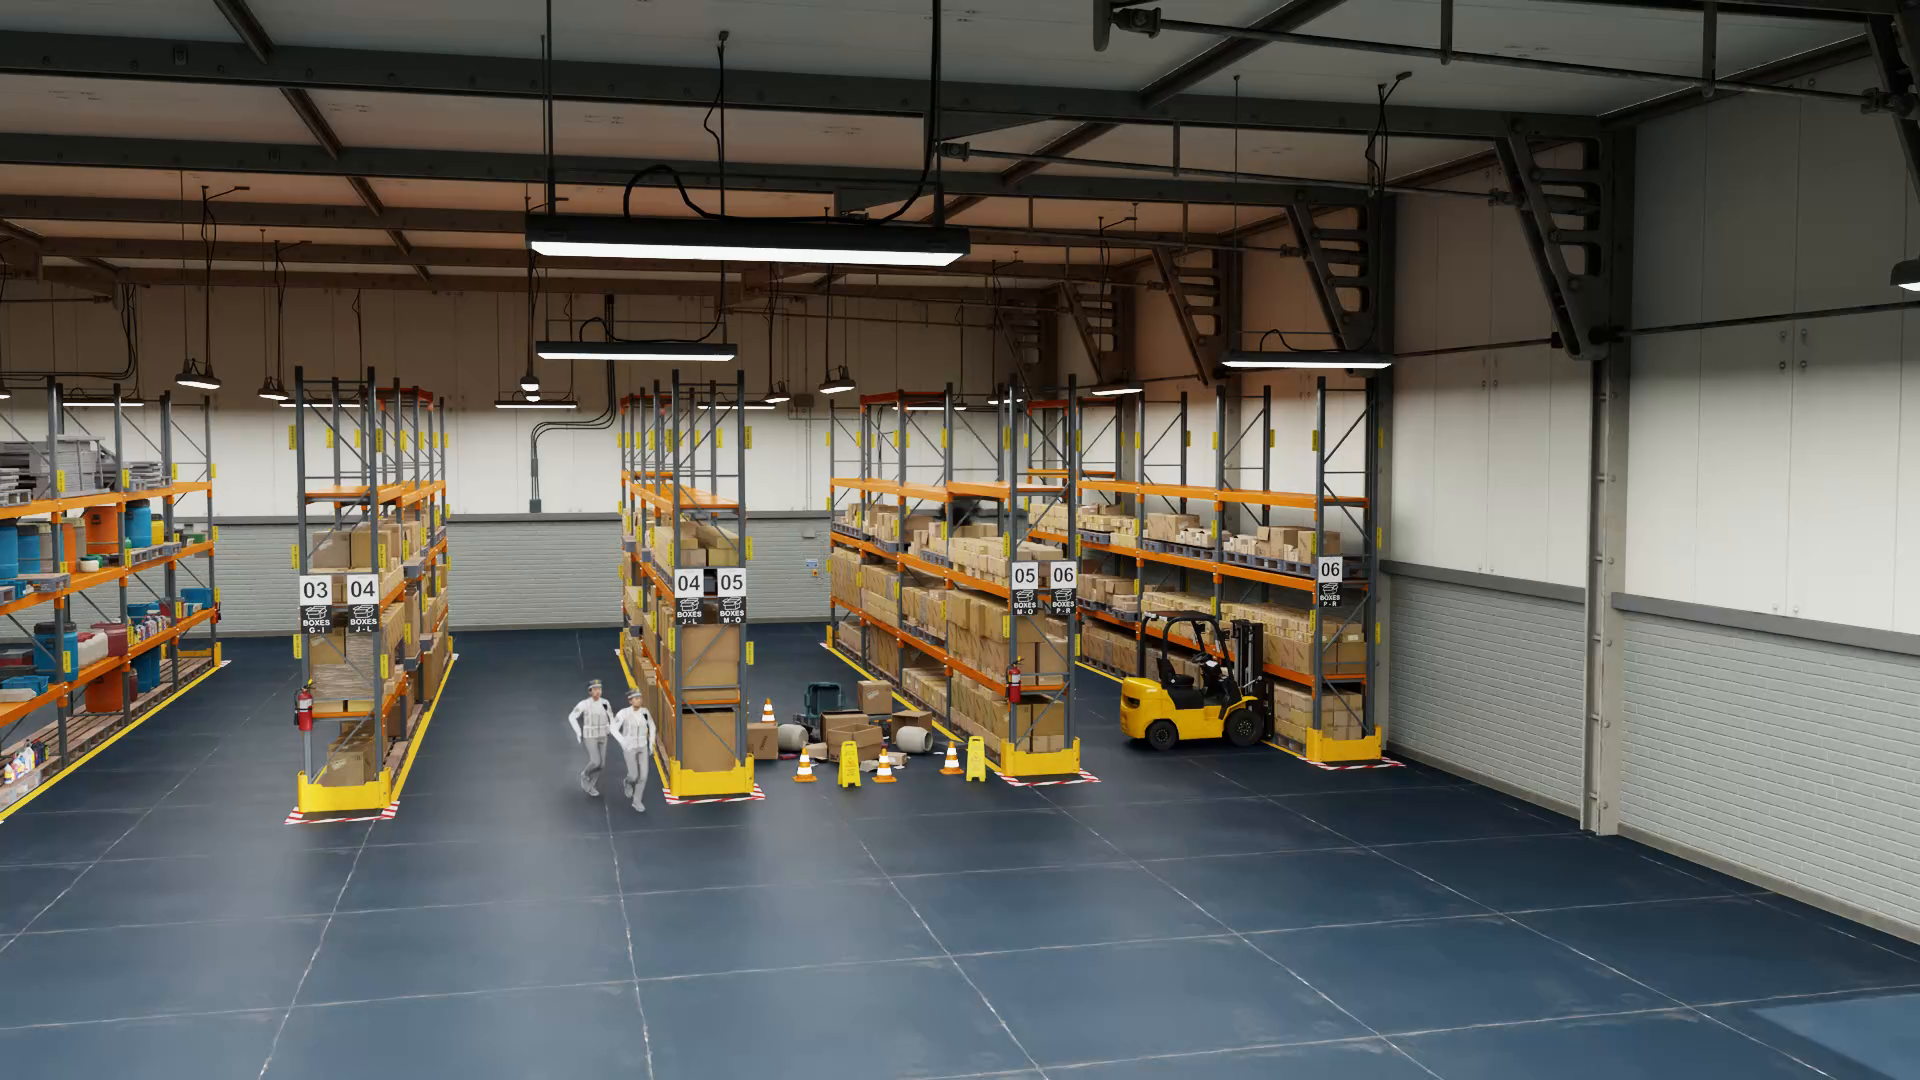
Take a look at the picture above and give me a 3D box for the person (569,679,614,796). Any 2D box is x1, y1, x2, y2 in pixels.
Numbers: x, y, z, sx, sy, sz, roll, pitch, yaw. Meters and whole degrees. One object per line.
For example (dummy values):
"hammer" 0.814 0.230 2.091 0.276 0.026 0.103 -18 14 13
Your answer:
"person" -5.103 2.775 23.334 0.609 1.653 0.543 -3 4 -38

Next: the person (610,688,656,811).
"person" -4.425 2.836 22.649 0.655 1.671 0.478 -2 4 -30
